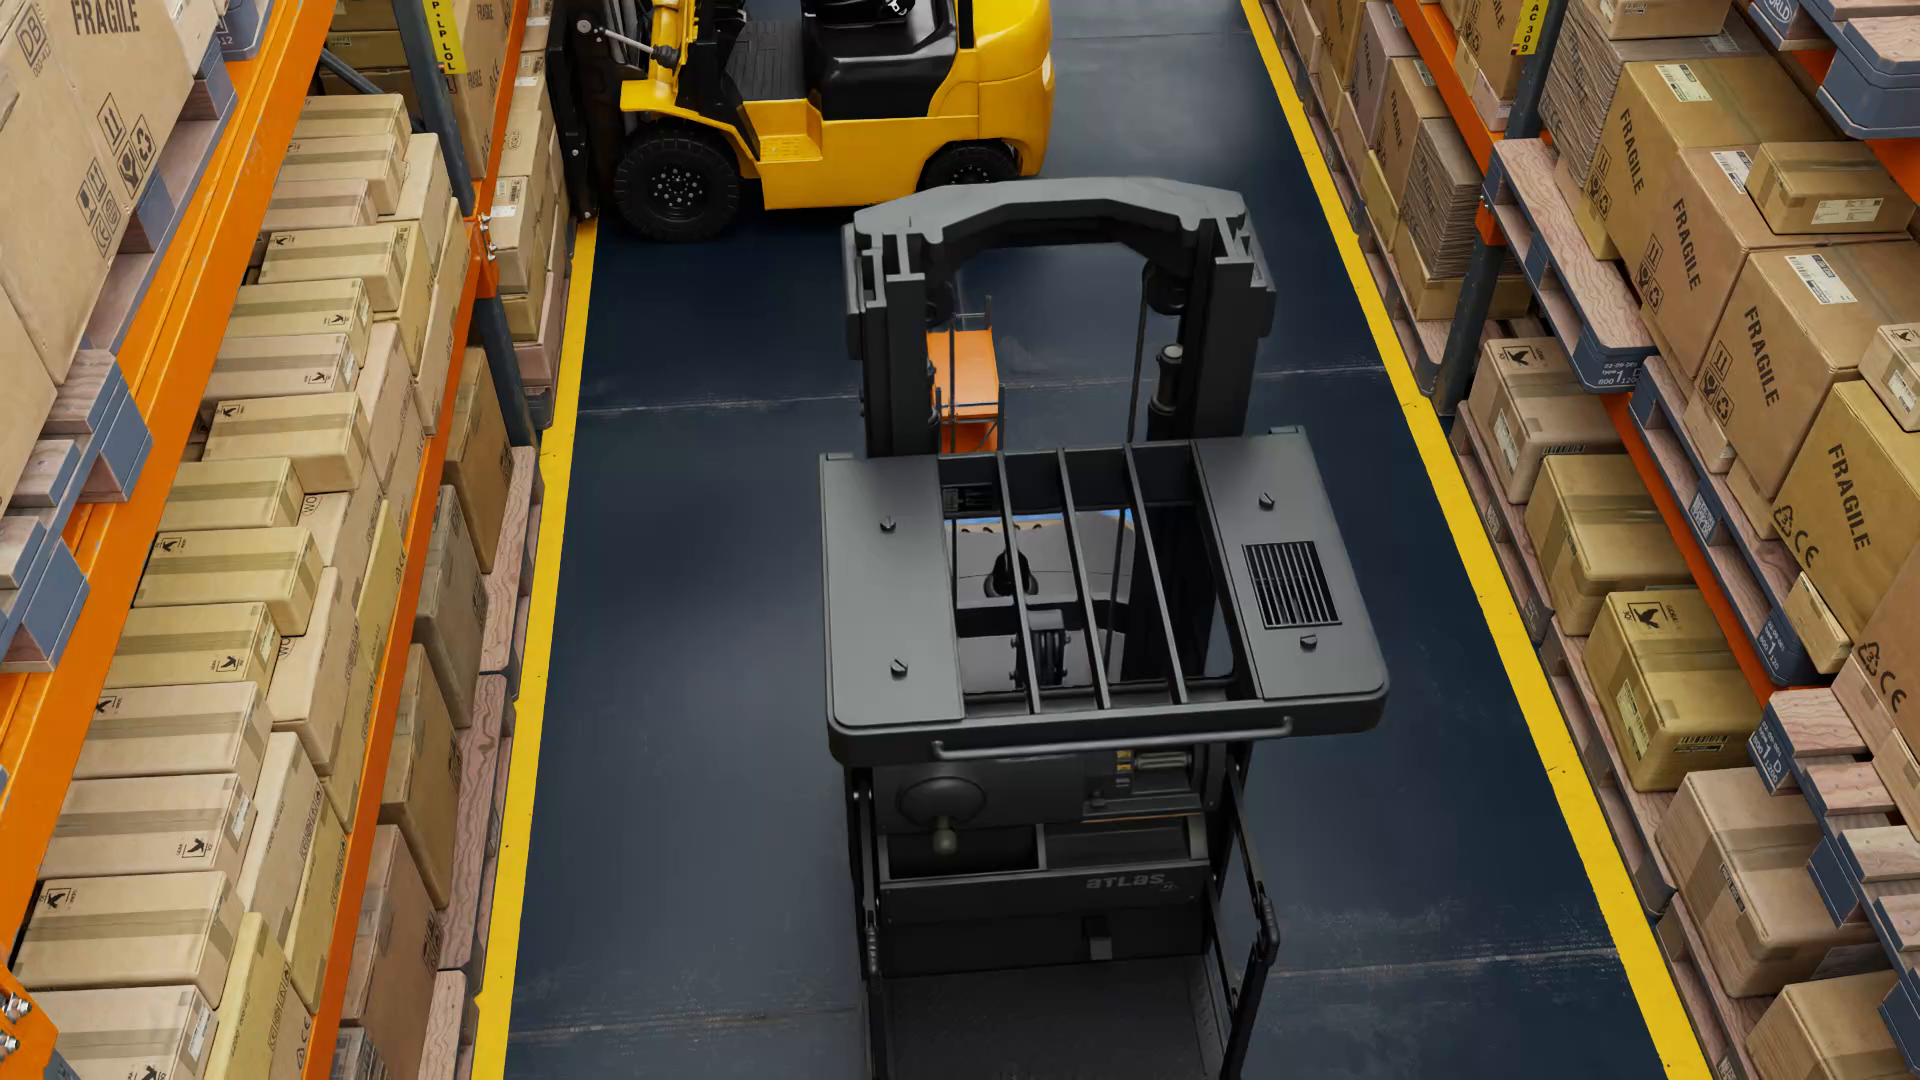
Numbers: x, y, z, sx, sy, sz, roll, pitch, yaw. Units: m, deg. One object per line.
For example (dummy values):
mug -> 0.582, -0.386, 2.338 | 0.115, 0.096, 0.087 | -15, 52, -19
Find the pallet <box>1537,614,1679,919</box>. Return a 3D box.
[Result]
pallet -> 2.794, 0.757, 6.024 | 1.003, 0.211, 1.213 | -3, 47, -3

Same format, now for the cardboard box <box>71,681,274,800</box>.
cardboard box -> -1.828, 0.477, 3.853 | 0.380, 0.149, 0.250 | -3, 47, -3

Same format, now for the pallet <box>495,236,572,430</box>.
pallet -> -2.349, -0.964, 7.654 | 1.003, 0.211, 1.213 | -3, 47, -3

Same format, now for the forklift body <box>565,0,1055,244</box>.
forklift body -> -0.682, -2.686, 7.949 | 2.313, 2.155, 1.214 | -3, 47, -3

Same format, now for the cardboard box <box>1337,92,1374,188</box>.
cardboard box -> 2.212, -2.013, 8.331 | 0.500, 0.250, 0.500 | -3, 47, -3

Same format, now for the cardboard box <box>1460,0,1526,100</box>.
cardboard box -> 2.337, -2.092, 6.529 | 0.500, 0.500, 0.500 | -5, 47, -4

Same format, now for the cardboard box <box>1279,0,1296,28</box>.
cardboard box -> 2.079, -3.142, 9.401 | 0.500, 0.250, 0.500 | -4, 47, -4

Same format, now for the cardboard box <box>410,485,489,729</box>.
cardboard box -> -2.212, 0.266, 5.915 | 0.875, 0.625, 0.625 | -4, 47, -4

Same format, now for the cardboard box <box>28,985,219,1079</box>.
cardboard box -> -1.723, 1.043, 3.317 | 0.380, 0.149, 0.250 | -2, 47, -2

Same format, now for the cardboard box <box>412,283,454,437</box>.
cardboard box -> -1.974, -0.581, 5.474 | 0.500, 0.250, 0.500 | -4, 47, -4

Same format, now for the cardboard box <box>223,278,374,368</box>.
cardboard box -> -1.953, -0.627, 4.899 | 0.380, 0.149, 0.250 | -4, 47, -4

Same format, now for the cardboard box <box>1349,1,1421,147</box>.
cardboard box -> 2.216, -2.255, 8.044 | 0.500, 0.500, 0.500 | -1, 47, -1

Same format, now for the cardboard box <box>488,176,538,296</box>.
cardboard box -> -2.052, -1.257, 6.927 | 0.500, 0.250, 0.500 | -4, 47, -4

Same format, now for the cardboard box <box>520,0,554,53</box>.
cardboard box -> -2.174, -2.367, 7.978 | 0.500, 0.250, 0.500 | -4, 47, -4

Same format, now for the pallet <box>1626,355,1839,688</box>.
pallet -> 2.750, -0.119, 5.066 | 1.003, 0.211, 1.213 | -3, 47, -3

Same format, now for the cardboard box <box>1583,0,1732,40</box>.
cardboard box -> 2.309, -1.792, 5.508 | 0.380, 0.149, 0.250 | -4, 47, -3

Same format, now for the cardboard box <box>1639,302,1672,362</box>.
cardboard box -> 2.445, -0.718, 5.384 | 0.380, 0.149, 0.250 | -3, 47, -3

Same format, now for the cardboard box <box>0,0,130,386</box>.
cardboard box -> -1.949, -0.593, 2.890 | 0.700, 0.500, 0.500 | -4, 47, -4

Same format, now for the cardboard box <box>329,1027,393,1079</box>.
cardboard box -> -2.028, 1.769, 4.491 | 0.875, 0.625, 0.625 | -2, 47, -2

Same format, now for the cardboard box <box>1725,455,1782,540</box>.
cardboard box -> 2.486, -0.152, 4.849 | 0.380, 0.149, 0.250 | -5, 47, -5

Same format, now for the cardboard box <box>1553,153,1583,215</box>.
cardboard box -> 2.353, -1.288, 5.924 | 0.380, 0.149, 0.250 | -3, 47, -3

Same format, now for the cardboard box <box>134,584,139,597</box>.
cardboard box -> -2.422, 0.024, 4.557 | 0.500, 0.250, 0.500 | -4, 47, -4

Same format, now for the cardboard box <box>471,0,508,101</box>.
cardboard box -> -2.161, -2.092, 6.733 | 0.500, 0.500, 0.500 | -3, 47, -3

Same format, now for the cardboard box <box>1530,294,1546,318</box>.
cardboard box -> 2.841, -1.292, 7.648 | 0.500, 0.250, 0.500 | -5, 47, -5

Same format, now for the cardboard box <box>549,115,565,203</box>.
cardboard box -> -2.132, -1.813, 7.798 | 0.500, 0.250, 0.500 | -4, 47, -4

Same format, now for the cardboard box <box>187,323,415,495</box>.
cardboard box -> -1.941, -0.384, 4.943 | 0.500, 0.250, 0.500 | -3, 47, -3

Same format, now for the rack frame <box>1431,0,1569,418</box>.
rack frame -> 2.622, -1.649, 6.383 | 1.000, 3.000, 0.127 | -3, 47, -3

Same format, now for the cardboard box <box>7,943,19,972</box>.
cardboard box -> -2.304, 1.121, 3.518 | 0.500, 0.250, 0.500 | -3, 47, -2

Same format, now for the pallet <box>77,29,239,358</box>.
pallet -> -2.232, -0.712, 3.559 | 1.003, 0.211, 1.213 | -2, 47, -1

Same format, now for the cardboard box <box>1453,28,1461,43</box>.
cardboard box -> 2.319, -2.151, 7.030 | 0.380, 0.149, 0.250 | -3, 47, -3

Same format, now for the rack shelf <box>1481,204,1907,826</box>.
rack shelf -> 2.789, 0.045, 5.273 | 1.077, 0.370, 4.000 | -3, 47, -3

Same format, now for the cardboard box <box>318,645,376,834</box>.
cardboard box -> -1.870, 0.528, 4.424 | 0.500, 0.250, 0.500 | -5, 47, -5

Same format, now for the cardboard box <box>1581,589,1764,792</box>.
cardboard box -> 2.792, 0.512, 5.856 | 0.950, 0.372, 0.625 | -2, 47, -2

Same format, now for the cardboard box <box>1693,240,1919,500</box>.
cardboard box -> 2.499, -0.482, 4.714 | 0.500, 0.500, 0.500 | -5, 47, -5

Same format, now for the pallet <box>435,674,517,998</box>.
pallet -> -2.119, 1.029, 5.766 | 1.003, 0.211, 1.213 | -3, 47, -3

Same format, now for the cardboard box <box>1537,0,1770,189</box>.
cardboard box -> 2.375, -1.574, 5.748 | 0.500, 0.500, 0.500 | -2, 47, -2

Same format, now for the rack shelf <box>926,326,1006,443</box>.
rack shelf -> 0.014, -0.563, 6.052 | 0.258, 0.148, 0.480 | -3, 47, -3

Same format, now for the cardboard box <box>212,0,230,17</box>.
cardboard box -> -1.957, -1.460, 3.841 | 0.500, 0.311, 0.500 | -5, 47, -5

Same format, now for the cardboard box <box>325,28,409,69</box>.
cardboard box -> -2.089, -1.849, 6.056 | 0.380, 0.149, 0.250 | -4, 47, -4

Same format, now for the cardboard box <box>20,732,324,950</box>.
cardboard box -> -1.824, 0.730, 3.888 | 0.500, 0.250, 0.500 | -2, 47, -2

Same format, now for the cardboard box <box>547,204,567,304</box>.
cardboard box -> -2.093, -1.281, 7.638 | 0.500, 0.250, 0.500 | -4, 47, -4

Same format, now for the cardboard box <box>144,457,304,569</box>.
cardboard box -> -1.959, -0.072, 4.374 | 0.380, 0.149, 0.250 | -3, 47, -3

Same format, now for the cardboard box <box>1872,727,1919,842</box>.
cardboard box -> 2.534, 0.595, 4.141 | 0.380, 0.149, 0.250 | -4, 47, -4

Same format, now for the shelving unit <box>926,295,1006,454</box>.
shelving unit -> 0.014, -0.293, 6.337 | 0.258, 1.200, 0.503 | -3, 47, -3

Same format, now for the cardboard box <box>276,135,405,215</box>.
cardboard box -> -2.035, -1.183, 5.425 | 0.380, 0.149, 0.250 | -4, 47, -4

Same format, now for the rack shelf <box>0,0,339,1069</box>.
rack shelf -> -2.157, -0.682, 3.896 | 1.077, 0.370, 4.000 | -3, 47, -3

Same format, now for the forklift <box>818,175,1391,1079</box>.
forklift -> 0.254, 0.705, 4.200 | 1.130, 2.935, 3.031 | -4, 47, -3

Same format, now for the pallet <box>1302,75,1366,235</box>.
pallet -> 2.425, -2.059, 8.691 | 1.003, 0.211, 1.213 | -3, 47, -3

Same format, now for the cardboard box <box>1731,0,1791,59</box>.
cardboard box -> 2.889, -1.610, 5.783 | 0.500, 0.500, 0.500 | -4, 47, -4
